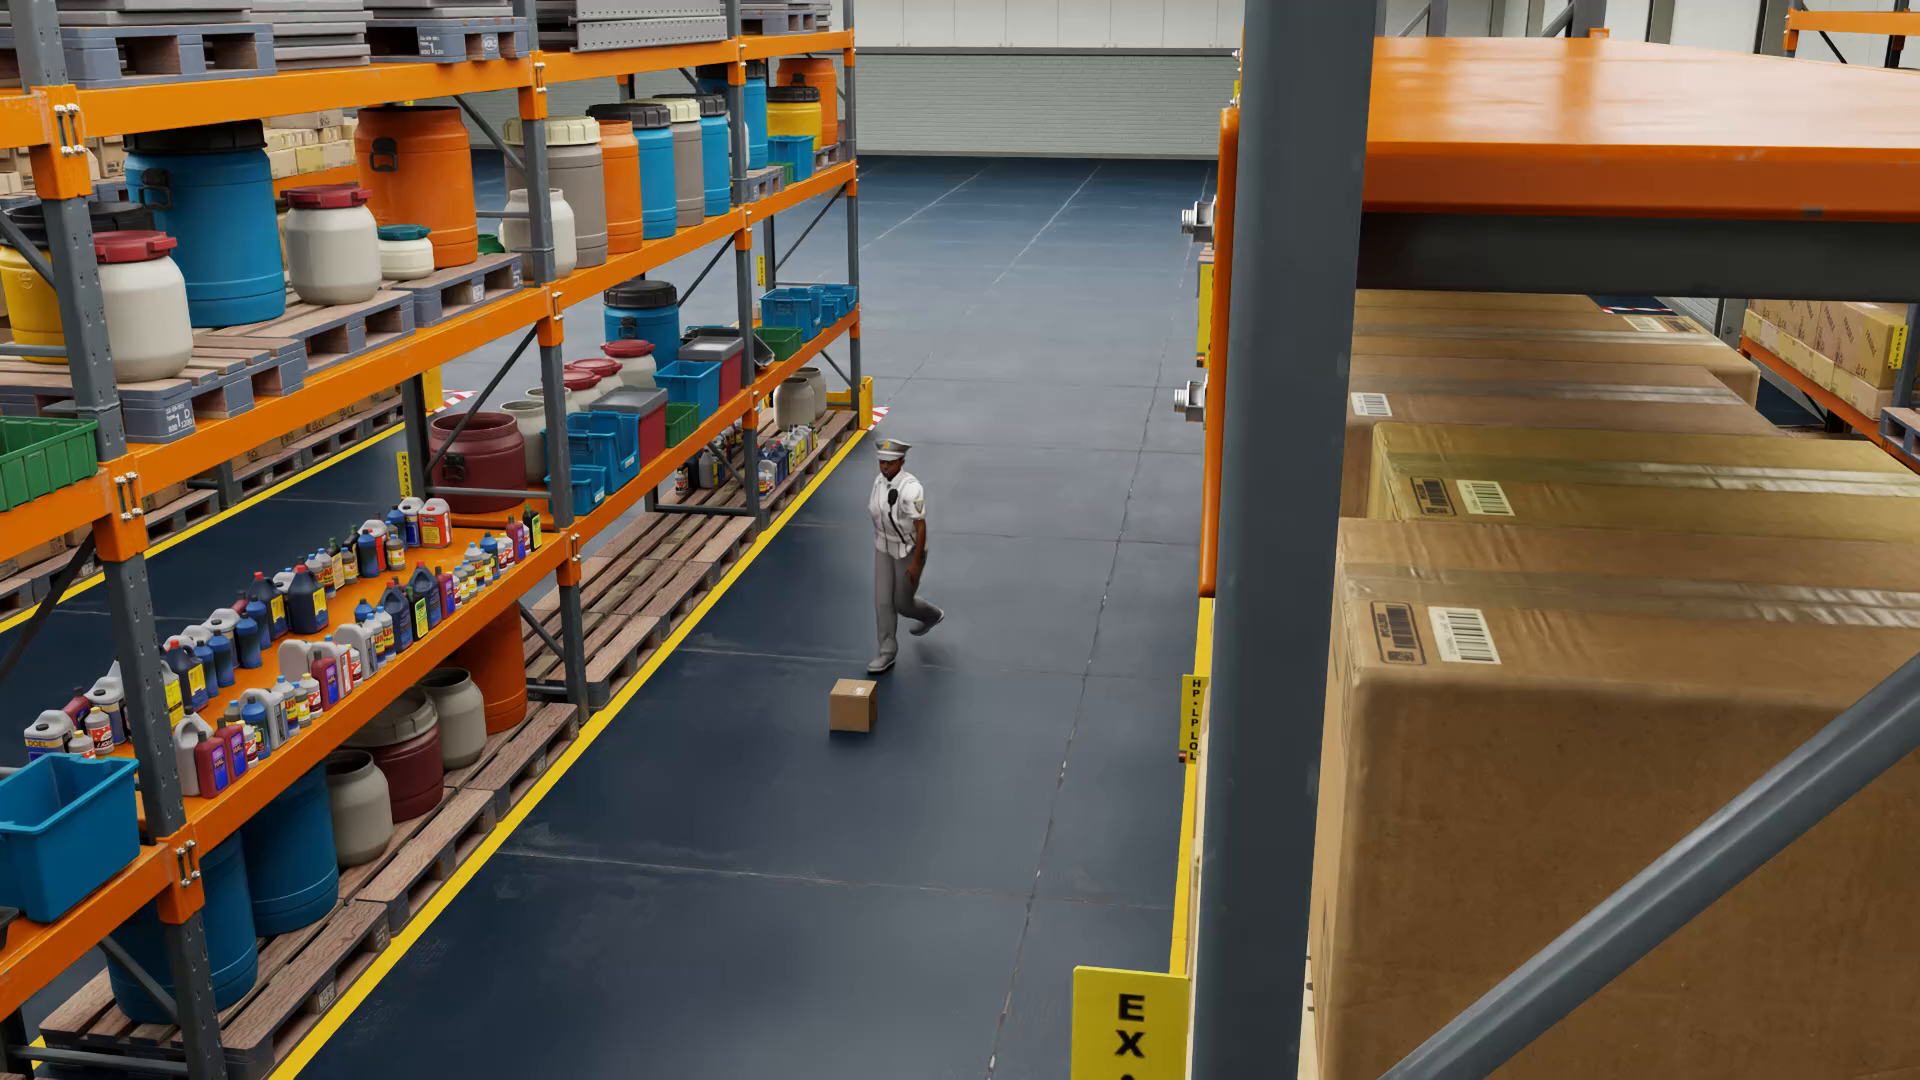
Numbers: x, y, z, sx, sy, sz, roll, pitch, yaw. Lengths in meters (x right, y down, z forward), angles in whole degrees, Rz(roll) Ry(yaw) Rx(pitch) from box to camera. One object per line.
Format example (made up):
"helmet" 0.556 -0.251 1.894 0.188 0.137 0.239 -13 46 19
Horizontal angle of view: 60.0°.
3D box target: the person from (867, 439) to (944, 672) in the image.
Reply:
"person" -0.358 0.060 11.350 0.509 1.644 0.718 15 23 39
